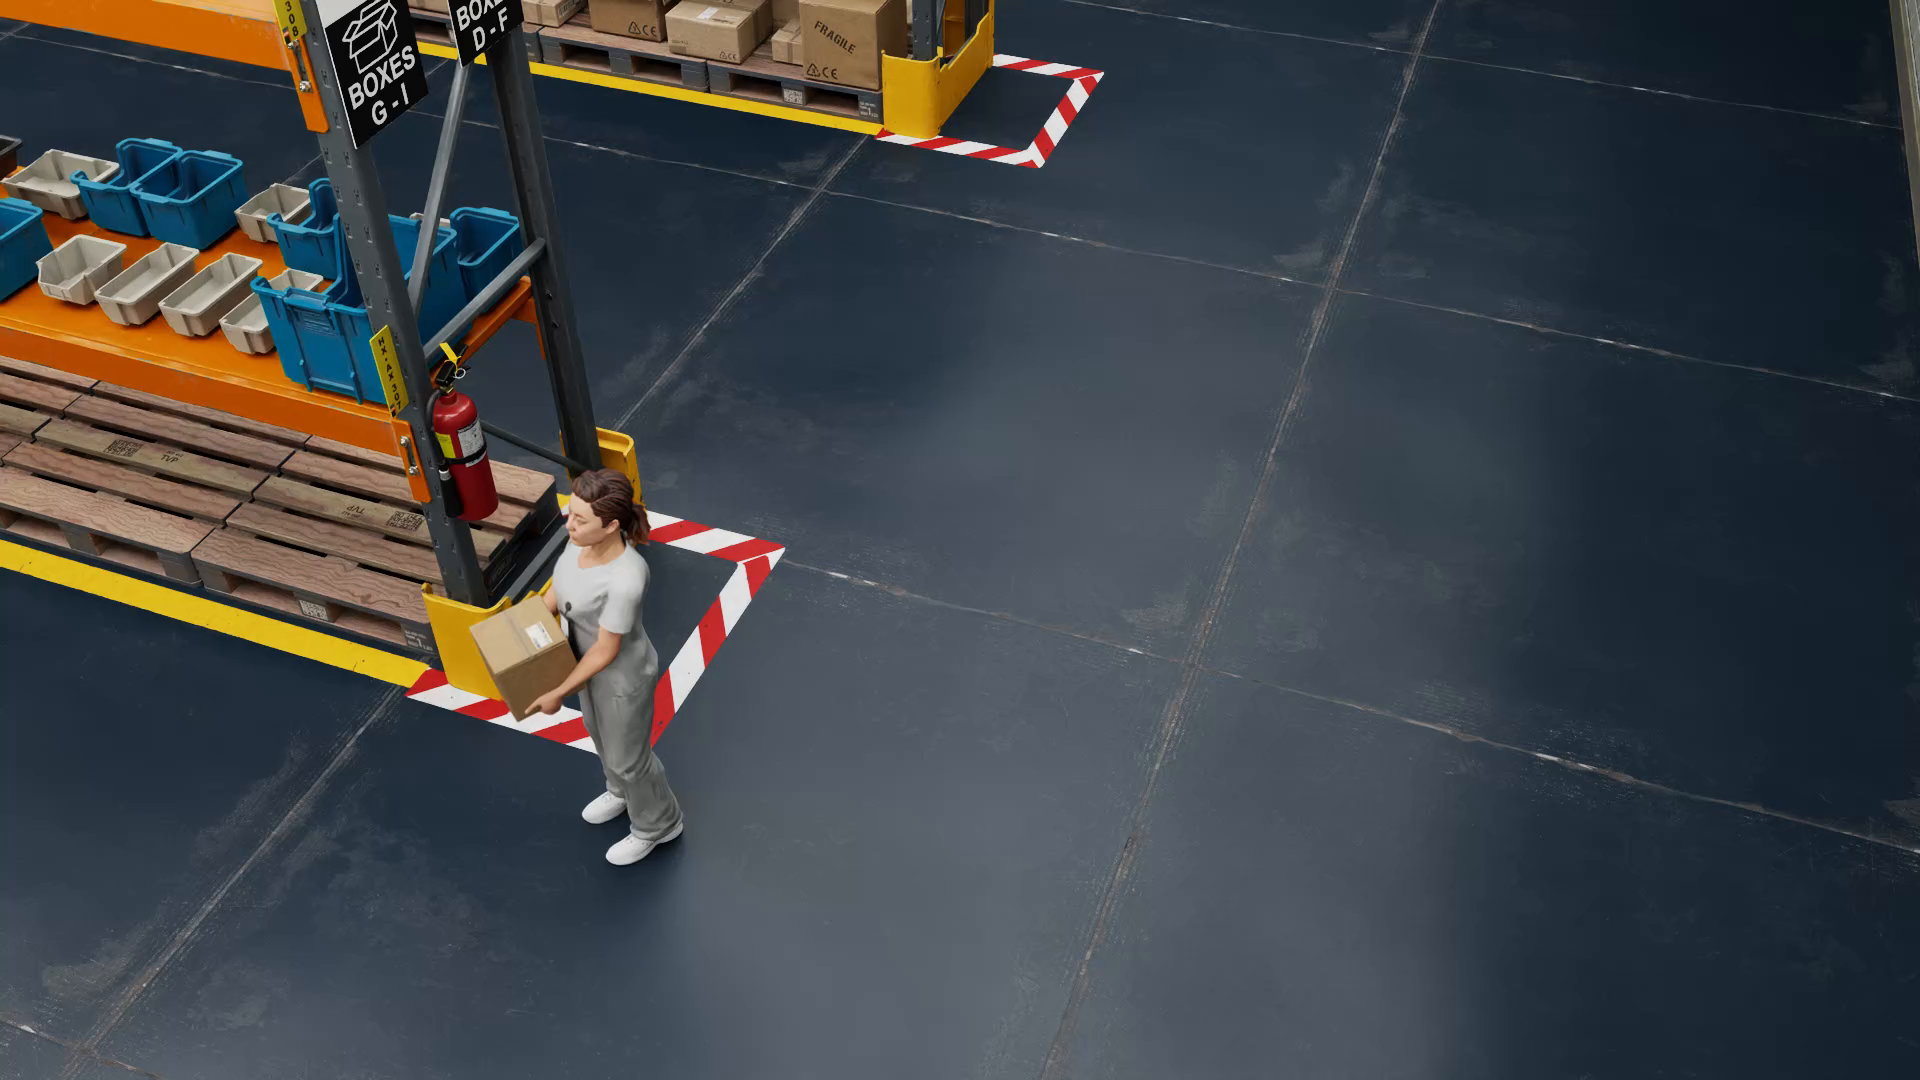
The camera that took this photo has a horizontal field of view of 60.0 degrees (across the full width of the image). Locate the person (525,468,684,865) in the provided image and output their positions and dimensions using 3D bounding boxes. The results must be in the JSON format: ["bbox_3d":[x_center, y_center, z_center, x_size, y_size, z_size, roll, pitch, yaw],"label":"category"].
[{"bbox_3d":[-1.243,0.458,5.655,0.560,1.663,0.436,-22,46,-23],"label":"person"}]
